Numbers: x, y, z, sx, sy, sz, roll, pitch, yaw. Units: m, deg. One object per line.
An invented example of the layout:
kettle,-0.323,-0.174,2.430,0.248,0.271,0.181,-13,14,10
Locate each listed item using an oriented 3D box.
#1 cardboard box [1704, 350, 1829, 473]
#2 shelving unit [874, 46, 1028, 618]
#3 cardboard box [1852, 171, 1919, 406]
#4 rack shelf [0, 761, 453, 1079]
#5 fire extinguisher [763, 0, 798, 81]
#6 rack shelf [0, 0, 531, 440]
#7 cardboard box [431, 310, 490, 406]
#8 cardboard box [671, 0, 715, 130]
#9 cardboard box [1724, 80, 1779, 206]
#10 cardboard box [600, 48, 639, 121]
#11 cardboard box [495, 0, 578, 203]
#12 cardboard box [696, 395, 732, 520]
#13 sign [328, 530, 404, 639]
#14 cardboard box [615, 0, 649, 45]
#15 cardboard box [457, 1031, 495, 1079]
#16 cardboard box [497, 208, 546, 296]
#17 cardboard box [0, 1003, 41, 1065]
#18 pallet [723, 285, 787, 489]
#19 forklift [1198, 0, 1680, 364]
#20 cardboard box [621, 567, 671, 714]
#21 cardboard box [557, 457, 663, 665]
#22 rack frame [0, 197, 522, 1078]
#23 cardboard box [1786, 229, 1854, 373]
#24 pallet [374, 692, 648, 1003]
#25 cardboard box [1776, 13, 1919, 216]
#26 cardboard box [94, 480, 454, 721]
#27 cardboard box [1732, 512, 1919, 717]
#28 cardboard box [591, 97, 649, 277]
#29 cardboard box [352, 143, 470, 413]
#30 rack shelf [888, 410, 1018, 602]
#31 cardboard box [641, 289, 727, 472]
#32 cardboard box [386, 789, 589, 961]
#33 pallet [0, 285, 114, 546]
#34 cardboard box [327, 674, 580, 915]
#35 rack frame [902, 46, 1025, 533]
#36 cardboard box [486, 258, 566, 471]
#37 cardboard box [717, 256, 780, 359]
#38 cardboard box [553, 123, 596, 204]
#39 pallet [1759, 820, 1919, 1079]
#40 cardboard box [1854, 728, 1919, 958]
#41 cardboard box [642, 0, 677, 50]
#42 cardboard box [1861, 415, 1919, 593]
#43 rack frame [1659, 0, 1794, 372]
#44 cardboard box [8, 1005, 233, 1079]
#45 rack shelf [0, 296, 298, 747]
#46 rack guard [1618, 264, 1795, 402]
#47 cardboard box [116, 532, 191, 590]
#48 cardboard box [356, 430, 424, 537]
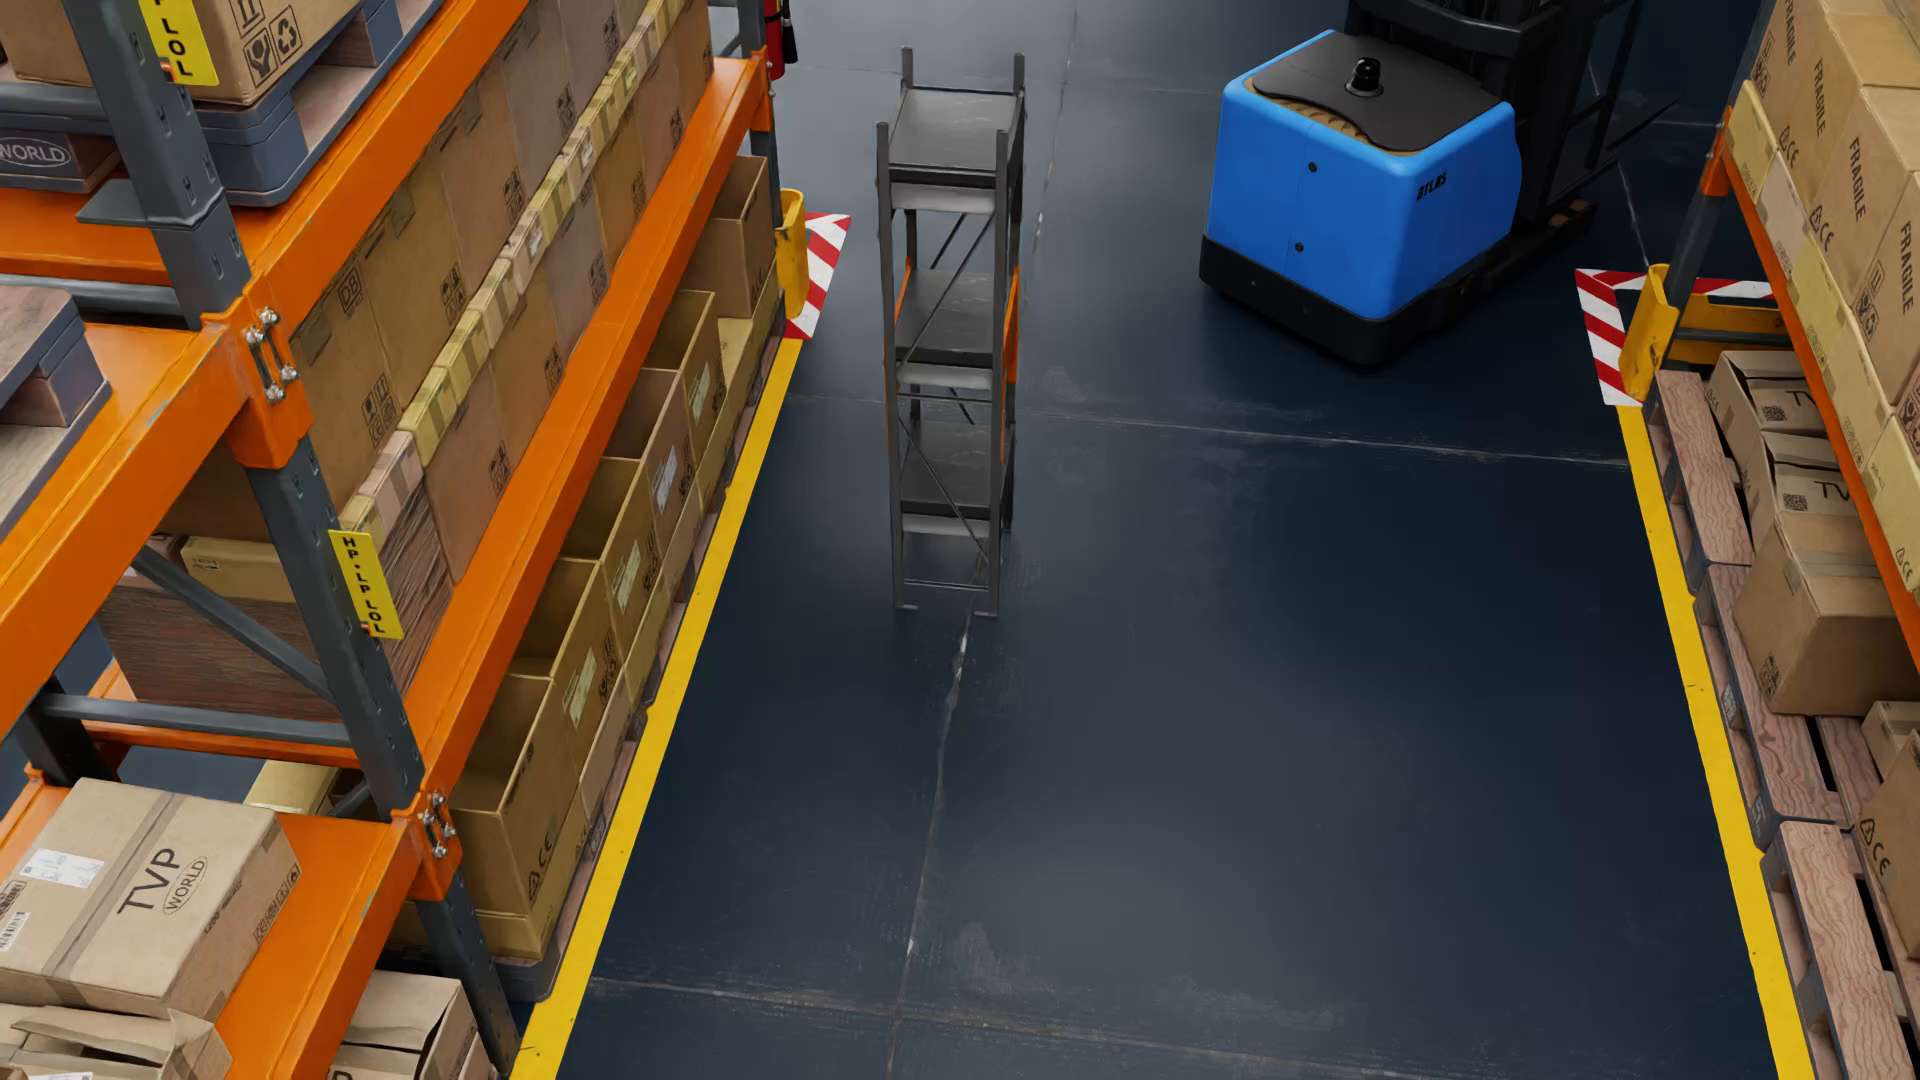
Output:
cardboard box,3.406,-0.548,6.782,0.500,0.311,0.500,1,43,1
shelving unit,-0.022,-0.650,5.909,0.431,2.100,0.503,5,44,6
cardboard box,3.020,-0.714,4.872,0.500,0.500,0.500,6,44,7
rack shelf,-2.117,2.075,2.900,1.077,0.370,4.000,5,44,6
fire extinguisher,-0.848,-2.286,7.039,0.296,0.674,0.183,5,44,6
rack shelf,-1.588,-1.740,4.748,1.077,0.370,4.000,5,44,6
cardboard box,-1.527,-0.513,4.565,0.380,0.149,0.250,5,44,5
cardboard box,-1.398,-1.995,6.602,0.700,0.500,0.500,5,44,6
cardboard box,3.208,-1.477,6.223,0.500,0.250,0.500,4,44,4
cardboard box,-1.322,-1.567,5.678,0.380,0.149,0.250,6,44,7
cardboard box,-1.601,-1.386,5.016,0.700,0.500,0.500,5,44,6
cardboard box,-1.221,-0.354,6.637,0.500,0.250,0.500,5,44,6
sign,-1.314,0.102,3.676,0.100,0.325,0.005,5,44,6
cardboard box,-1.469,-2.071,5.739,0.700,0.500,0.500,4,44,4
cardboard box,-1.620,1.606,4.567,0.500,0.250,0.500,5,44,5
cardboard box,-1.459,-0.865,4.938,0.380,0.149,0.250,4,44,4
cardboard box,-2.173,1.127,3.561,0.380,0.149,0.250,5,44,6
pallet,-1.384,-0.738,7.376,1.003,0.211,1.213,5,44,6
forklift,2.558,-2.751,7.524,3.031,2.935,1.130,-33,53,-30
cardboard box,-1.349,0.327,5.917,0.500,0.250,0.500,5,44,6
cardboard box,-1.349,0.055,5.659,0.500,0.500,0.500,5,44,6
rack frame,-1.853,0.451,4.092,1.000,3.000,0.127,5,44,6
cardboard box,3.080,-0.775,5.481,0.500,0.250,0.500,5,44,5
pallet,-1.706,0.925,5.620,1.003,0.211,1.213,5,44,6
cardboard box,3.150,-1.419,5.616,0.500,0.500,0.500,5,44,6
cardboard box,-1.800,0.111,4.378,0.700,0.500,0.500,4,44,4
cardboard box,3.184,0.268,5.784,0.700,0.500,0.500,3,44,3
cardboard box,-1.534,-1.299,5.867,0.700,0.500,0.500,6,44,6
cardboard box,-1.735,-0.704,4.296,0.700,0.500,0.500,5,44,5
rack shelf,-0.022,-0.131,6.400,0.431,0.518,0.480,5,44,6
cardboard box,-1.218,-0.626,6.379,0.500,0.500,0.500,5,44,6
cardboard box,-1.491,1.008,5.198,0.500,0.250,0.500,5,44,6
pallet,-1.957,0.033,2.491,0.805,0.209,1.217,4,44,4
cardboard box,-1.481,0.737,4.939,0.500,0.500,0.500,5,44,6
rack frame,0.010,-0.816,6.085,0.400,2.100,0.015,5,44,6
cardboard box,-1.667,-0.590,5.119,0.700,0.500,0.500,6,44,6
cardboard box,-1.102,-1.037,7.358,0.500,0.250,0.500,5,44,6
cardboard box,-1.389,-1.212,5.304,0.380,0.149,0.250,5,44,5
pallet,3.112,1.450,5.065,1.003,0.211,1.213,5,44,6
cardboard box,3.156,0.935,5.079,0.500,0.500,0.500,2,43,2
cardboard box,-1.253,-1.917,6.048,0.380,0.149,0.250,5,44,5
cardboard box,2.945,-0.088,4.756,0.500,0.250,0.500,5,44,5
rack frame,3.587,-1.828,6.499,1.000,3.000,0.127,5,44,6
cardboard box,-1.787,1.115,3.488,0.396,0.266,0.258,4,44,4
rack shelf,-2.117,0.986,1.869,1.077,0.370,4.000,5,44,6
rack guard,3.577,-0.868,7.303,1.175,0.500,0.348,5,44,6
cardboard box,-2.029,-0.026,4.051,0.380,0.149,0.250,5,44,5
cardboard box,-1.592,-0.158,4.191,0.380,0.149,0.250,6,44,6
